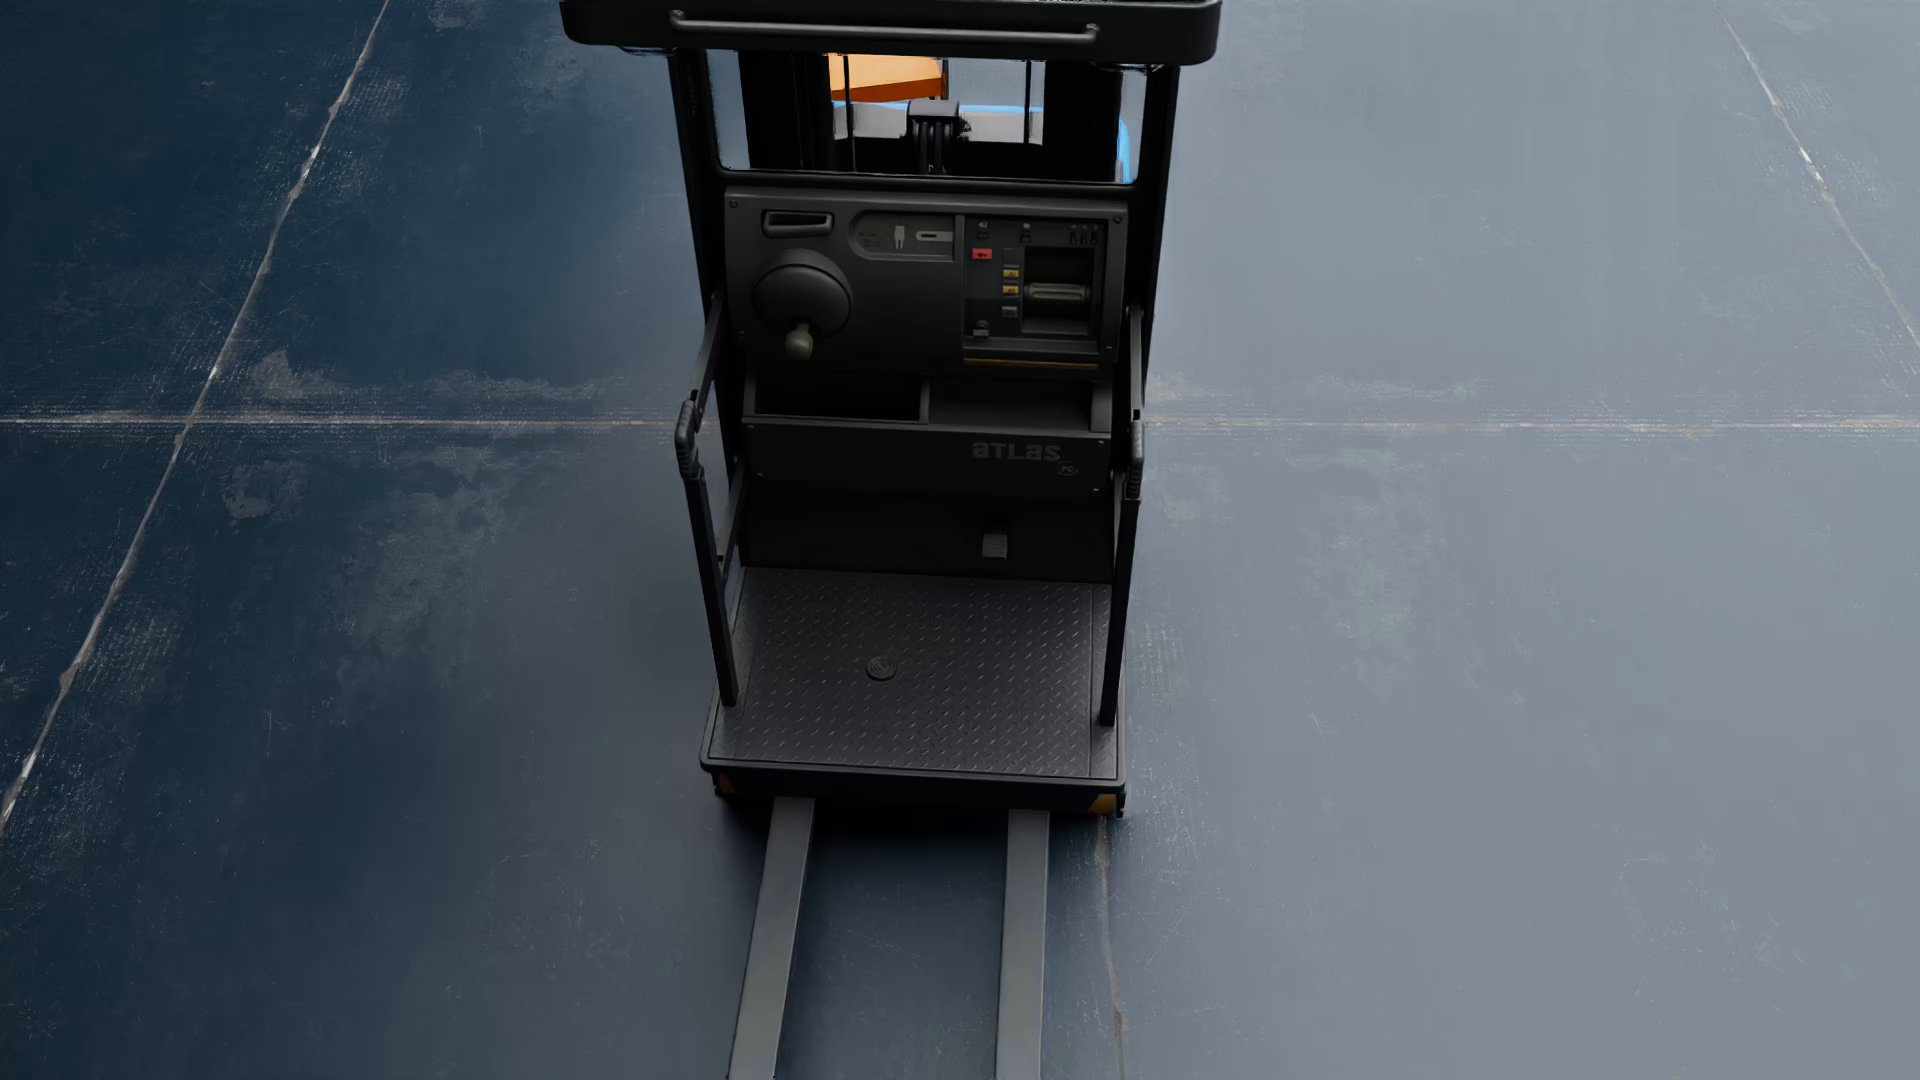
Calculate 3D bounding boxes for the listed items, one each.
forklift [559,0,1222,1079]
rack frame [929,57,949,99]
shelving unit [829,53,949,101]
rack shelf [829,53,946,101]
[{"bbox_3d":[-0.094,-0.507,3.720,1.130,2.935,3.031,3,47,3],"label":"forklift"},{"bbox_3d":[-0.068,-1.211,5.557,0.015,1.200,0.240,-9,48,-8],"label":"rack frame"},{"bbox_3d":[-0.306,-1.172,5.521,0.503,1.200,0.258,-9,48,-8],"label":"shelving unit"},{"bbox_3d":[-0.306,-1.440,5.234,0.480,0.148,0.258,-9,48,-8],"label":"rack shelf"}]
